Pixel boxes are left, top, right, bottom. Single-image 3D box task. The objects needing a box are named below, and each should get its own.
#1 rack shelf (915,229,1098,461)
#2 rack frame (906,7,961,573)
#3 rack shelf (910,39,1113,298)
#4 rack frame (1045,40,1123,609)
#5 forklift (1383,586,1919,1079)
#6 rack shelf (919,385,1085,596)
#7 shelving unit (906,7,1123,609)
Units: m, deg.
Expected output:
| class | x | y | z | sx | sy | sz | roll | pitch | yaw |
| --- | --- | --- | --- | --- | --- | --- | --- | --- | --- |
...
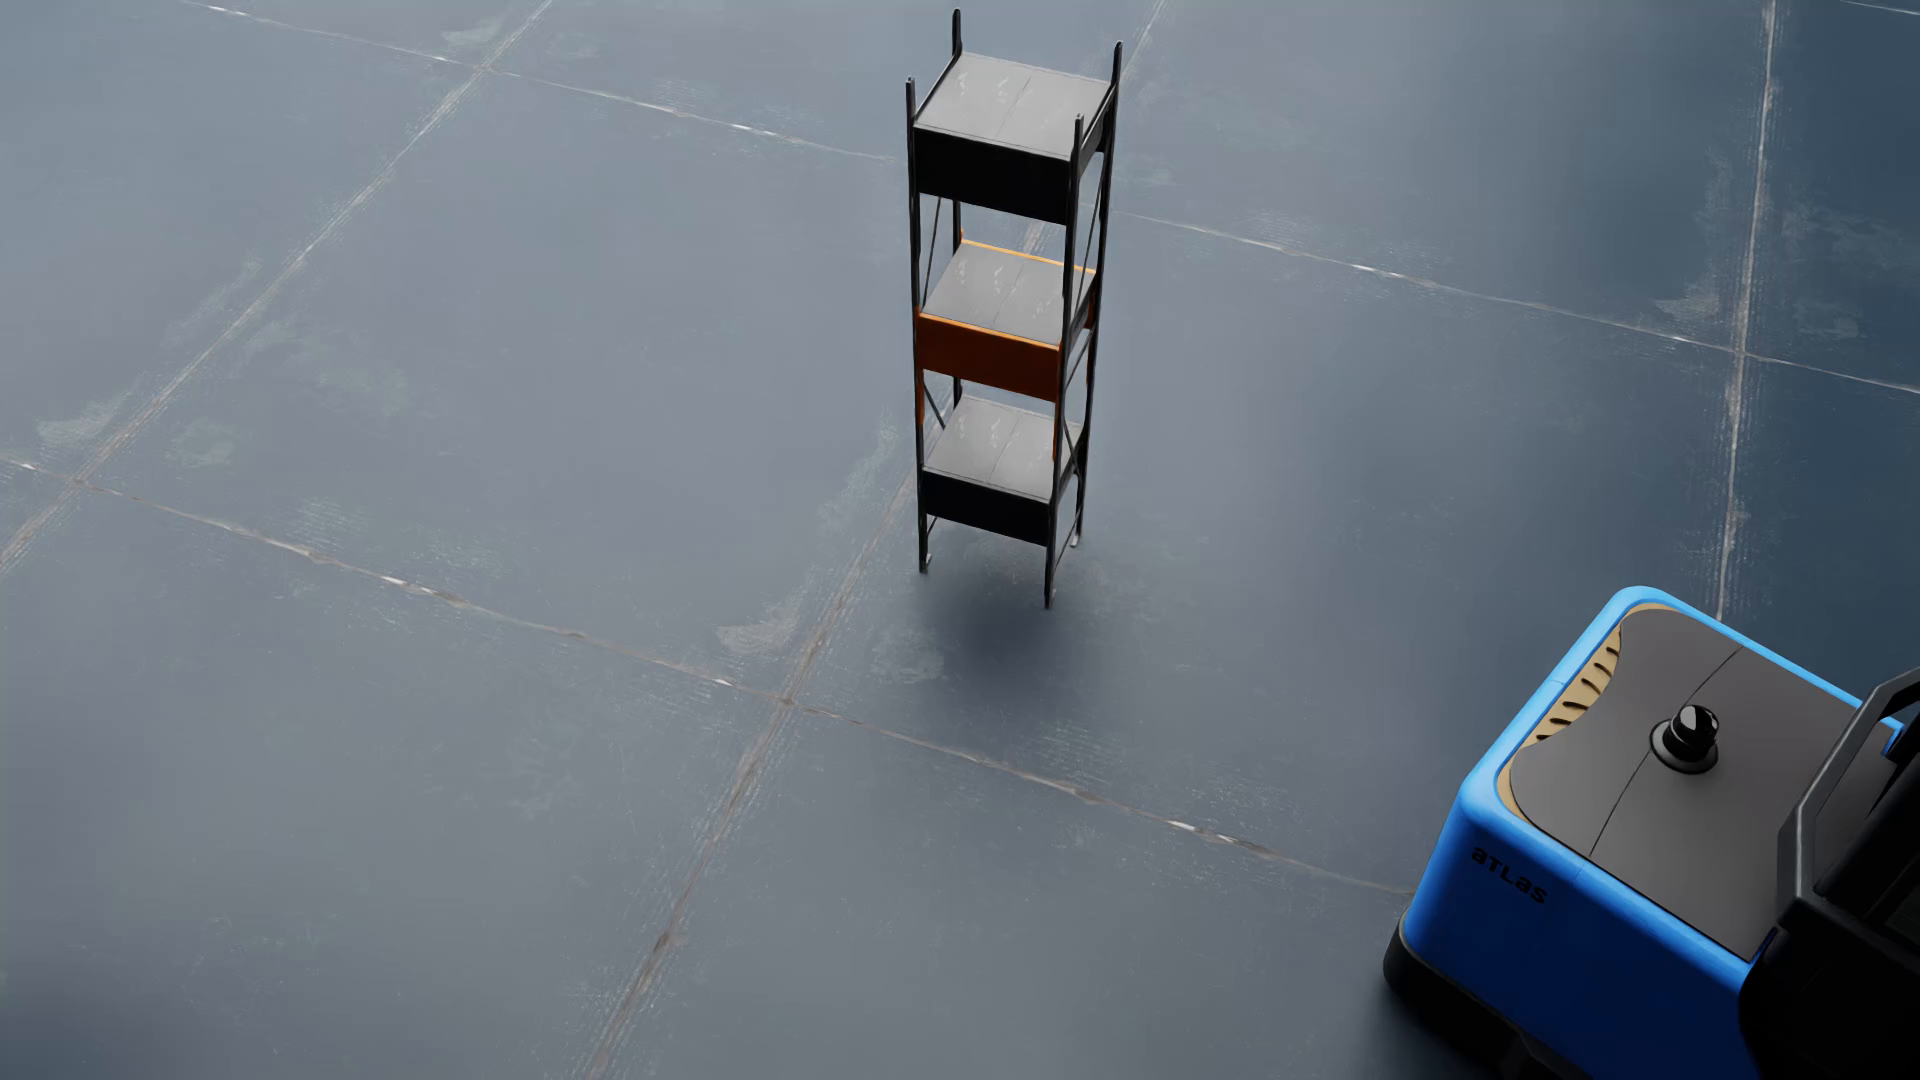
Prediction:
| class | x | y | z | sx | sy | sz | roll | pitch | yaw |
| --- | --- | --- | --- | --- | --- | --- | --- | --- | --- |
| rack shelf | 0.155 | -0.635 | 5.429 | 0.480 | 0.518 | 0.431 | 16 | 51 | 13 |
| rack frame | -0.074 | -0.708 | 5.474 | 0.015 | 2.100 | 0.400 | 16 | 51 | 13 |
| rack shelf | 0.155 | -1.094 | 4.900 | 0.480 | 0.518 | 0.431 | 16 | 51 | 13 |
| rack frame | 0.384 | -0.580 | 5.364 | 0.015 | 2.100 | 0.400 | 16 | 51 | 13 |
| forklift | 2.715 | 0.861 | 3.564 | 3.031 | 2.935 | 1.130 | 34 | 57 | 26 |
| rack shelf | 0.155 | -0.177 | 5.958 | 0.480 | 0.518 | 0.431 | 16 | 51 | 13 |
| shelving unit | 0.155 | -0.644 | 5.419 | 0.503 | 2.100 | 0.431 | 16 | 51 | 13 |
